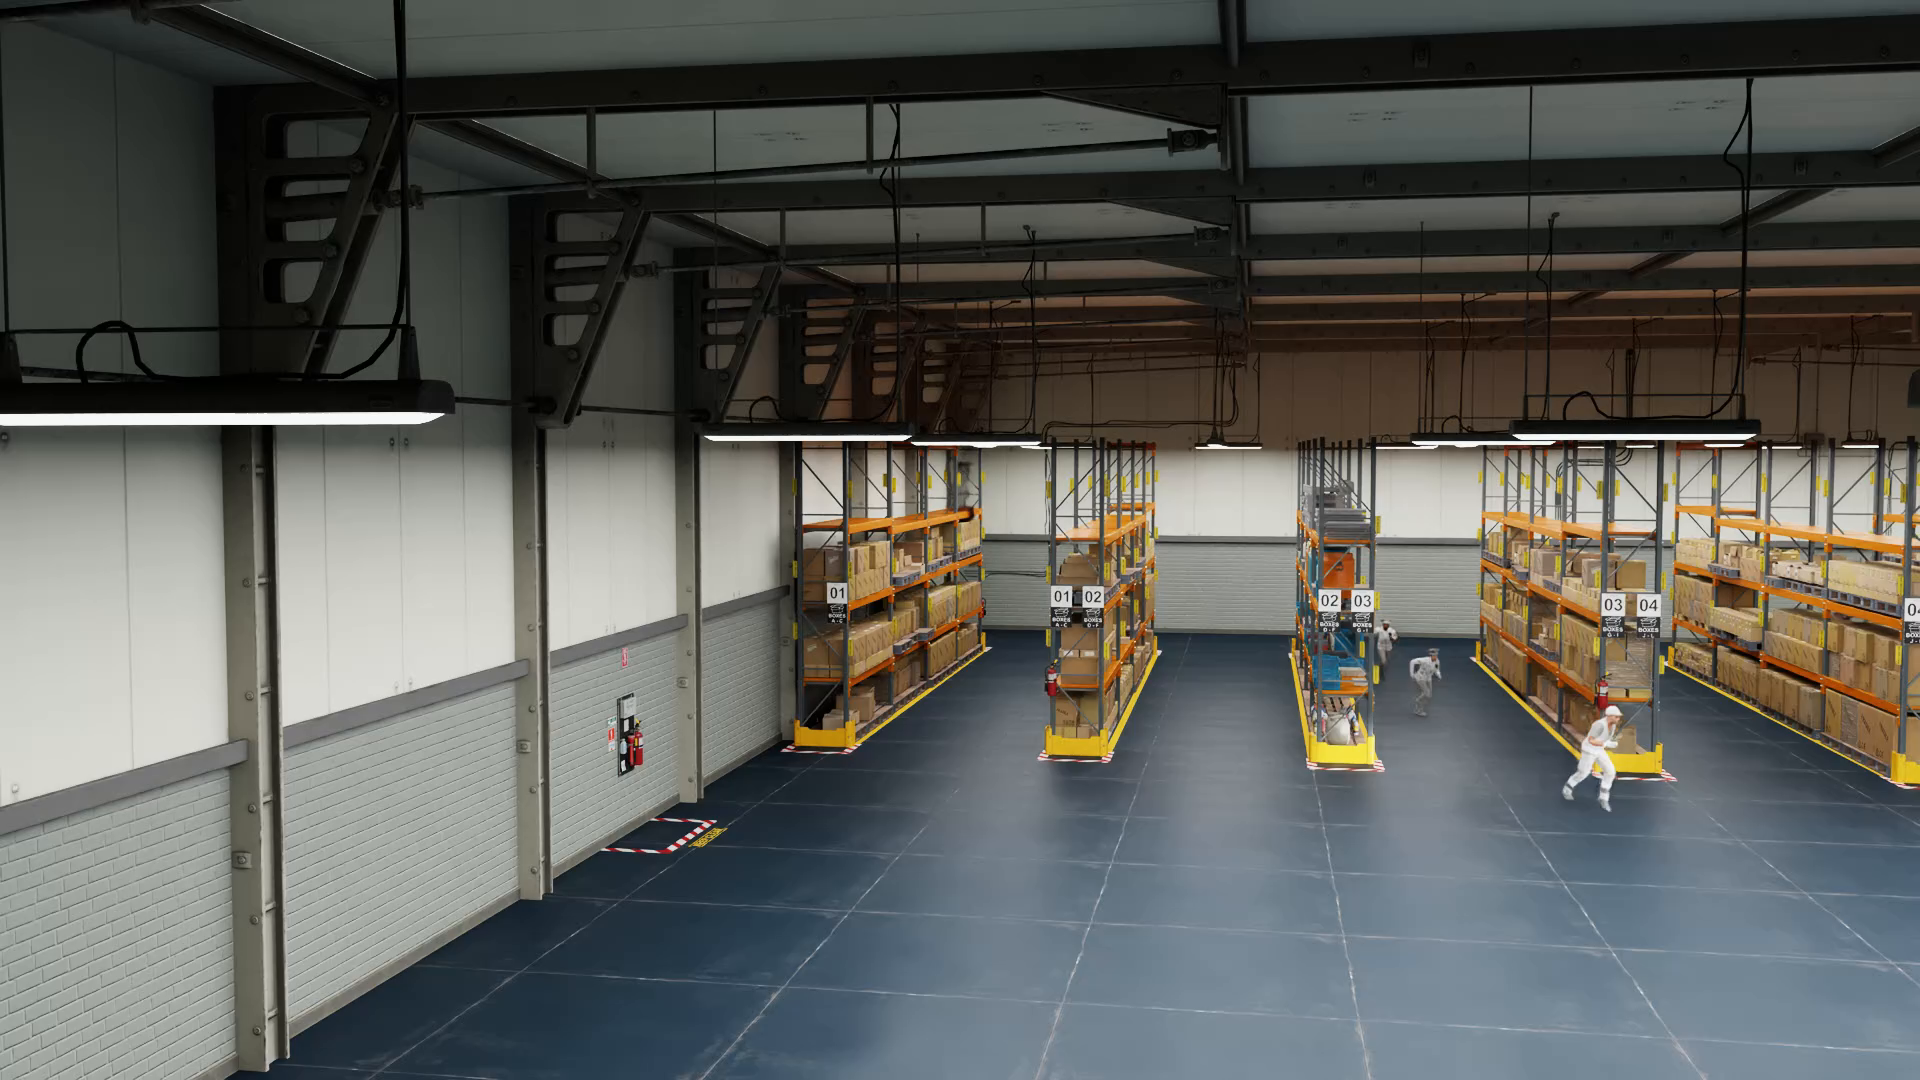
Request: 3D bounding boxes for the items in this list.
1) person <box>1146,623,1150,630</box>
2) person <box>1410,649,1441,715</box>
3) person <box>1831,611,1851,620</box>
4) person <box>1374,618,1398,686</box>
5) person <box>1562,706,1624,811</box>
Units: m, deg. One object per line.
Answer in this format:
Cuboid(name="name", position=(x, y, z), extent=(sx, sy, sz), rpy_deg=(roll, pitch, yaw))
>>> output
Cuboid(name="person", position=(5.292, 2.387, 48.425), extent=(0.536, 1.584, 0.618), rpy_deg=(0, 3, 2))
Cuboid(name="person", position=(10.052, 3.077, 35.943), extent=(0.645, 1.495, 0.802), rpy_deg=(-1, 3, -20))
Cuboid(name="person", position=(23.916, 2.421, 45.231), extent=(0.918, 1.812, 0.714), rpy_deg=(1, 3, 25))
Cuboid(name="person", position=(10.455, 2.741, 40.961), extent=(0.571, 1.678, 0.891), rpy_deg=(0, 3, 1))
Cuboid(name="person", position=(10.194, 3.490, 26.794), extent=(0.707, 1.722, 1.028), rpy_deg=(-2, 4, -38))
